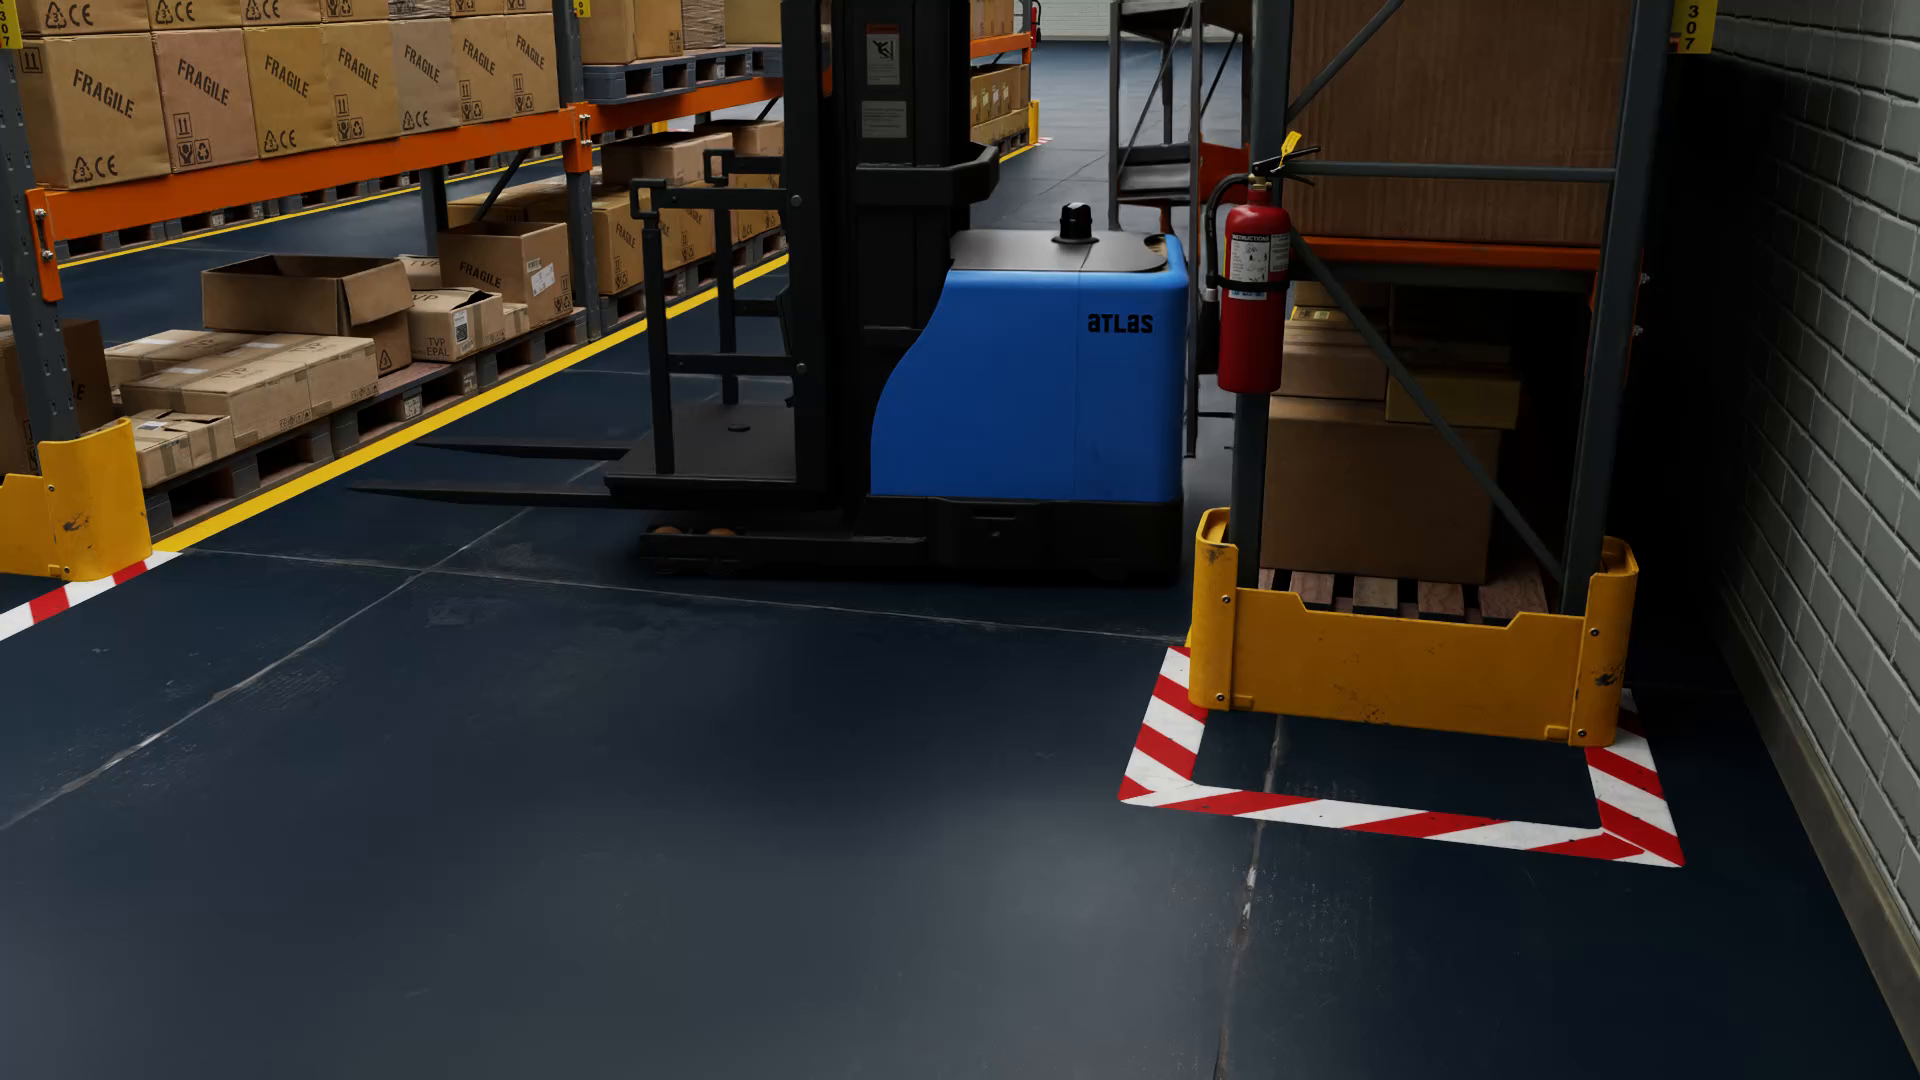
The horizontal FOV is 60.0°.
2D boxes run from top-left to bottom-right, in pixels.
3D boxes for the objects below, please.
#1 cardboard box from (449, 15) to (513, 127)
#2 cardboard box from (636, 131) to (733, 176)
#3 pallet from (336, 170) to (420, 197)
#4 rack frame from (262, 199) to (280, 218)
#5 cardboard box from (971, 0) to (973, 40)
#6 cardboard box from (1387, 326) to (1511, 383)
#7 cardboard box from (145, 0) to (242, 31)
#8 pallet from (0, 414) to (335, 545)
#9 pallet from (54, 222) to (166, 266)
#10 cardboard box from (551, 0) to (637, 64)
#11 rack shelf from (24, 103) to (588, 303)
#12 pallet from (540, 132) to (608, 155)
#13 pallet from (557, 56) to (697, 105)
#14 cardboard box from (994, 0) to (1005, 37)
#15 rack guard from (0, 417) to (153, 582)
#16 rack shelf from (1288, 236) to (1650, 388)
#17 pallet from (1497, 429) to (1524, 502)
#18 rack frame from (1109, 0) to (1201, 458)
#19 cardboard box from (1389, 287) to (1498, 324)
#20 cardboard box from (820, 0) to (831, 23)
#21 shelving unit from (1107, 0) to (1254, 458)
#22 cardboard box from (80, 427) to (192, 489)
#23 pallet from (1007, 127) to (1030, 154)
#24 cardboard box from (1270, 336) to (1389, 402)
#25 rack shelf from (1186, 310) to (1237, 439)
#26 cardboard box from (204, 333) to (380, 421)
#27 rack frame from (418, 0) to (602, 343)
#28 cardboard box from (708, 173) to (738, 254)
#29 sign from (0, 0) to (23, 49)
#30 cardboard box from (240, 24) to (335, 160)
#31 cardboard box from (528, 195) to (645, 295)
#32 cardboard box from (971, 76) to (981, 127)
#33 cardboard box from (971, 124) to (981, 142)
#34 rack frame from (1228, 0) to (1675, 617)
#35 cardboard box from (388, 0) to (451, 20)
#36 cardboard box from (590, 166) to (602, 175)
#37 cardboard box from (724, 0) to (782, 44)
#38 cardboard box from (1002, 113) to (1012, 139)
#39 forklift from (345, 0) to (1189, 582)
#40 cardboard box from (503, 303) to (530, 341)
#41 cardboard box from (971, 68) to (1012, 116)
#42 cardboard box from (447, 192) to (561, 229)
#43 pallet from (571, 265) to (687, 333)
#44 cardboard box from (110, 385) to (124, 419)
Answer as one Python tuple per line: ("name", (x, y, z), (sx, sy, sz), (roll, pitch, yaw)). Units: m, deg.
("cardboard box", (-2.561, -2.308, 8.148), (0.500, 0.500, 0.500), (5, 20, 15))
("cardboard box", (-1.842, -2.582, 11.133), (0.500, 0.250, 0.500), (4, 19, 12))
("pallet", (-5.861, -3.546, 16.244), (1.003, 0.211, 1.213), (5, 19, 13))
("rack frame", (-6.388, -4.245, 13.975), (1.000, 3.000, 0.127), (5, 19, 13))
("cardboard box", (-0.257, -5.616, 17.834), (0.700, 0.500, 0.500), (5, 19, 14))
("cardboard box", (1.624, -0.609, 5.544), (0.380, 0.149, 0.250), (5, 19, 14))
("cardboard box", (-3.056, -2.148, 6.135), (0.500, 0.500, 0.500), (5, 19, 14))
("pallet", (-3.328, -0.299, 6.737), (1.003, 0.211, 1.213), (5, 19, 13))
("pallet", (-6.840, -2.294, 12.577), (1.003, 0.211, 1.213), (5, 19, 13))
("cardboard box", (-2.230, -2.976, 9.455), (0.700, 0.500, 0.500), (-2, 19, -5))
("rack shelf", (-3.052, -1.632, 7.437), (1.077, 0.370, 4.000), (5, 19, 13))
("pallet", (-4.910, -4.770, 19.826), (1.003, 0.211, 1.213), (5, 19, 13))
("pallet", (-2.262, -2.750, 9.895), (1.003, 0.211, 1.213), (5, 19, 13))
("cardboard box", (0.119, -6.097, 19.243), (0.700, 0.500, 0.500), (5, 20, 15))
("rack guard", (-3.522, -0.186, 5.959), (1.175, 0.500, 0.348), (5, 19, 13))
("rack shelf", (1.753, -1.242, 6.295), (1.077, 0.370, 4.000), (5, 19, 13))
("pallet", (1.684, -0.273, 6.662), (1.003, 0.211, 1.213), (5, 19, 13))
("rack frame", (0.784, -1.389, 6.743), (0.400, 2.100, 0.015), (5, 9, 33))
("cardboard box", (1.810, -0.848, 6.243), (0.380, 0.149, 0.250), (5, 19, 14))
("cardboard box", (-1.192, -4.427, 14.354), (0.500, 0.500, 0.500), (4, 19, 10))
("shelving unit", (0.919, -1.417, 6.944), (0.431, 2.100, 0.503), (5, 9, 33))
("cardboard box", (-3.105, -0.308, 6.180), (0.380, 0.149, 0.250), (5, 19, 13))
("pallet", (0.223, -4.798, 19.907), (1.003, 0.211, 1.213), (5, 19, 13))
("cardboard box", (1.193, -0.560, 5.400), (0.380, 0.149, 0.250), (4, 19, 13))
("rack shelf", (0.923, -0.710, 7.040), (0.431, 0.518, 0.480), (5, 9, 33))
("cardboard box", (-2.888, -0.714, 7.209), (0.500, 0.250, 0.500), (5, 19, 13))
("rack frame", (-2.563, -2.599, 9.156), (1.000, 3.000, 0.127), (5, 19, 13))
("cardboard box", (-1.836, -2.239, 11.289), (0.500, 0.500, 0.500), (4, 19, 11))
("sign", (-3.014, -1.712, 5.220), (0.100, 0.325, 0.005), (5, 19, 13))
("cardboard box", (-2.930, -1.830, 6.750), (0.500, 0.500, 0.500), (5, 19, 13))
("cardboard box", (-2.209, -1.757, 9.876), (0.500, 0.500, 0.500), (4, 19, 11))
("cardboard box", (-0.077, -4.637, 17.566), (0.500, 0.500, 0.500), (5, 19, 13))
("cardboard box", (-0.074, -4.282, 17.686), (0.500, 0.250, 0.500), (5, 19, 13))
("rack frame", (1.264, -0.955, 4.343), (1.000, 3.000, 0.127), (5, 19, 13))
("cardboard box", (-2.681, -2.622, 7.521), (0.500, 0.500, 0.500), (5, 19, 14))
("cardboard box", (-2.346, -2.272, 11.387), (0.500, 0.500, 0.500), (4, 19, 12))
("cardboard box", (-1.630, -3.892, 12.138), (0.700, 0.500, 0.500), (-2, 19, -5))
("cardboard box", (0.293, -4.752, 19.063), (0.500, 0.250, 0.500), (5, 19, 13))
("forklift", (-0.704, -1.426, 5.829), (3.031, 2.935, 1.130), (2, 19, 5))
("cardboard box", (-2.461, -1.135, 8.599), (0.380, 0.149, 0.250), (5, 19, 13))
("cardboard box", (0.296, -5.106, 18.941), (0.500, 0.500, 0.500), (5, 19, 13))
("cardboard box", (-2.720, -1.801, 10.008), (0.500, 0.500, 0.500), (5, 19, 13))
("pallet", (-2.401, -1.537, 10.362), (1.003, 0.211, 1.213), (5, 19, 13))
("cardboard box", (-3.460, -0.522, 6.779), (0.380, 0.166, 0.250), (5, 19, 13))
